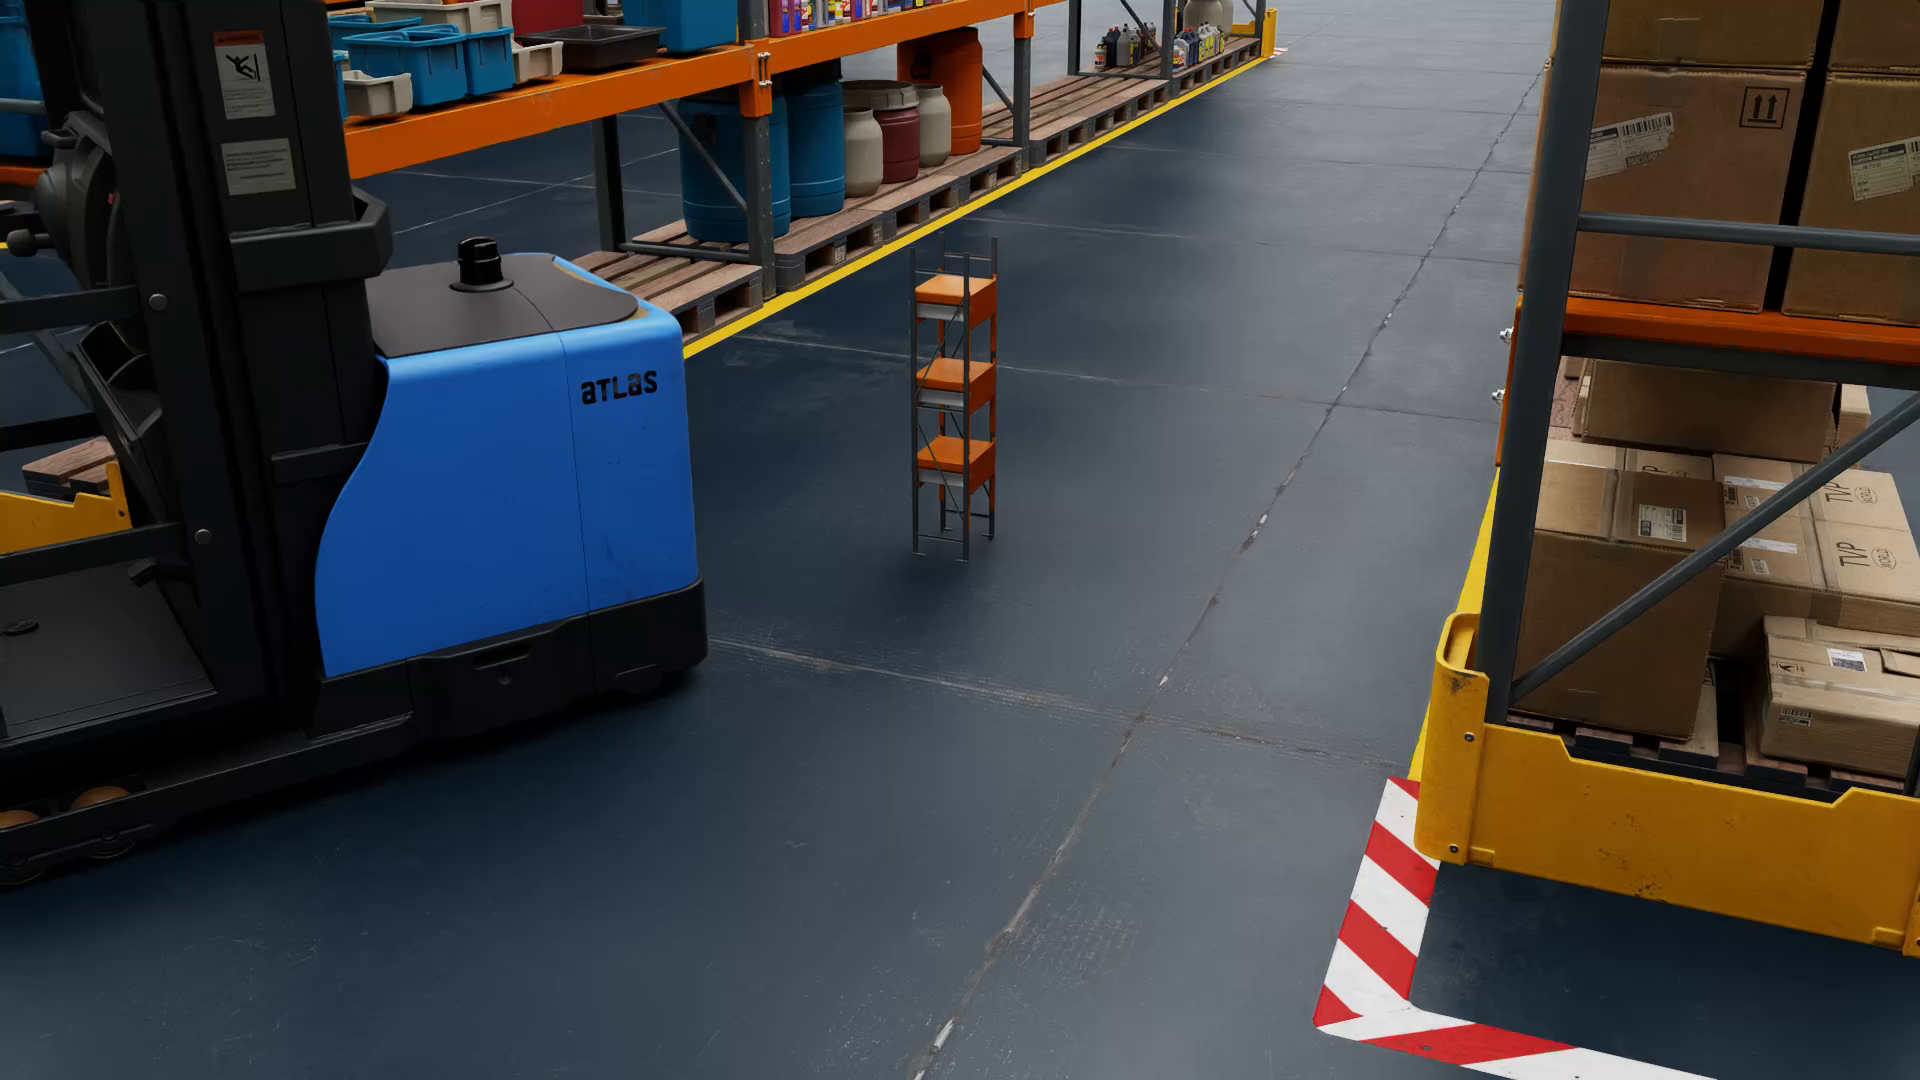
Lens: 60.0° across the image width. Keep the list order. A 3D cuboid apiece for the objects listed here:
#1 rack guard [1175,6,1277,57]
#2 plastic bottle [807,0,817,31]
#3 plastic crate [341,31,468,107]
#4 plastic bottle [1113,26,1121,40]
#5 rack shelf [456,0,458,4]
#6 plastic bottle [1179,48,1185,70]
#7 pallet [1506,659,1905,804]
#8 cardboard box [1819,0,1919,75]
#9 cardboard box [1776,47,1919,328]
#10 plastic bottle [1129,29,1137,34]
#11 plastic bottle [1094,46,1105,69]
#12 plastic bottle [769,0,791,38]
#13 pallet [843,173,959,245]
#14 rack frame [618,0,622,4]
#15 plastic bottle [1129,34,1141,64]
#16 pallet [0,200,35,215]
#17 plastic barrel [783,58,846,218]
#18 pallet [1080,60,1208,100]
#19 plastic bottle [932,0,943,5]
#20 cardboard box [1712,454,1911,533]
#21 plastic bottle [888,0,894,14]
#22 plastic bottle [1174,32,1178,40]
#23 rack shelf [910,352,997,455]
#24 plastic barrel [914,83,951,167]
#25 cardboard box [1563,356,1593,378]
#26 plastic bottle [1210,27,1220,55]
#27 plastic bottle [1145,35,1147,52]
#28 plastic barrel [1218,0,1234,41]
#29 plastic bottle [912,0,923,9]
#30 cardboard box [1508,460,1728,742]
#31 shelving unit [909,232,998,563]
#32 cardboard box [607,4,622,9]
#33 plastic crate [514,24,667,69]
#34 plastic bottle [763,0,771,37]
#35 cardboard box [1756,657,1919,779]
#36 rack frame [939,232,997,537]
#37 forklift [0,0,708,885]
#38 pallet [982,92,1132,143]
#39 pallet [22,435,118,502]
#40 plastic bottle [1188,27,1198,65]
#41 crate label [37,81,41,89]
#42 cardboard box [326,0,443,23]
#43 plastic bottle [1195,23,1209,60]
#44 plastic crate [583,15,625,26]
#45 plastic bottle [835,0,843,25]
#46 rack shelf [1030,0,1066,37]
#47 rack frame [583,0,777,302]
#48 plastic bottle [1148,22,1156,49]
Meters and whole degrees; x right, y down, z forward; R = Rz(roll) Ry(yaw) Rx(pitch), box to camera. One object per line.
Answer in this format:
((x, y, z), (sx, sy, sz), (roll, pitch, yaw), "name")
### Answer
((3.010, -5.835, 19.070), (1.175, 0.500, 0.348), (9, 24, 20), "rack guard")
((-0.818, -2.865, 8.885), (0.097, 0.271, 0.097), (0, 23, 0), "plastic bottle")
((-2.062, -1.759, 6.210), (0.416, 0.233, 0.300), (9, 24, 20), "plastic crate")
((1.552, -4.912, 16.484), (0.144, 0.351, 0.185), (8, 24, 17), "plastic bottle")
((-3.832, -5.252, 15.366), (1.077, 0.370, 4.000), (9, 24, 20), "rack shelf")
((2.110, -4.627, 15.995), (0.097, 0.201, 0.097), (0, 23, 0), "plastic bottle")
((1.973, 0.388, 4.547), (1.003, 0.211, 1.213), (9, 24, 20), "pallet")
((2.059, -1.215, 3.339), (0.500, 0.500, 0.500), (10, 25, 22), "cardboard box")
((2.059, -0.753, 3.532), (0.500, 0.500, 0.500), (9, 24, 21), "cardboard box")
((1.736, -5.051, 16.913), (0.152, 0.276, 0.135), (9, 24, 21), "plastic bottle")
((1.355, -4.677, 16.115), (0.097, 0.201, 0.097), (0, 23, 0), "plastic bottle")
((-0.930, -2.744, 8.580), (0.061, 0.283, 0.133), (9, 24, 20), "plastic bottle")
((-0.685, -2.150, 10.622), (1.003, 0.211, 1.213), (9, 24, 20), "pallet")
((-3.089, -6.300, 16.941), (1.000, 3.000, 0.127), (9, 24, 20), "rack frame")
((1.699, -4.865, 16.469), (0.152, 0.276, 0.135), (9, 24, 20), "plastic bottle")
((-6.416, -1.889, 10.000), (1.003, 0.211, 1.213), (9, 24, 20), "pallet")
((-0.981, -2.399, 9.780), (0.600, 0.901, 0.708), (9, 24, 20), "plastic barrel")
((1.797, -4.539, 16.342), (1.003, 0.211, 1.213), (9, 24, 20), "pallet")
((-0.155, -3.491, 10.367), (0.061, 0.283, 0.133), (9, 24, 20), "plastic bottle")
((2.486, -0.032, 4.932), (0.500, 0.250, 0.500), (9, 24, 20), "cardboard box")
((-0.438, -3.232, 9.762), (0.097, 0.271, 0.097), (0, 23, 0), "plastic bottle")
((2.060, -4.822, 16.267), (0.144, 0.351, 0.185), (9, 24, 20), "plastic bottle")
((-0.020, -0.456, 5.506), (0.215, 0.259, 0.240), (9, 24, 20), "rack shelf")
((-0.269, -2.813, 11.275), (0.421, 0.512, 0.421), (0, 23, 0), "plastic barrel")
((2.778, -0.861, 6.836), (0.500, 0.311, 0.500), (9, 24, 20), "cardboard box")
((2.601, -5.162, 17.180), (0.152, 0.276, 0.135), (9, 24, 20), "plastic bottle")
((1.905, -5.239, 17.371), (0.097, 0.271, 0.097), (0, 23, 0), "plastic bottle")
((2.821, -5.822, 18.478), (0.421, 0.512, 0.421), (0, 23, 0), "plastic barrel")
((-0.274, -3.377, 10.094), (0.061, 0.283, 0.133), (9, 24, 20), "plastic bottle")
((1.623, 0.134, 4.209), (0.500, 0.500, 0.500), (9, 24, 20), "cardboard box")
((-0.020, -0.465, 5.502), (0.215, 1.050, 0.252), (9, 24, 20), "shelving unit")
((-3.337, -5.133, 16.819), (0.700, 0.500, 0.500), (7, 24, 16), "cardboard box")
((-1.629, -2.190, 7.380), (0.437, 0.125, 0.590), (9, 24, 20), "plastic crate")
((-1.016, -2.799, 8.624), (0.144, 0.351, 0.185), (9, 24, 20), "plastic bottle")
((2.124, 0.426, 3.967), (0.380, 0.149, 0.250), (9, 24, 20), "cardboard box")
((0.025, -0.509, 5.606), (0.200, 1.050, 0.008), (9, 24, 20), "rack frame")
((-2.232, -0.788, 3.833), (3.031, 2.935, 1.130), (-15, 27, -31), "forklift")
((0.802, -3.579, 14.046), (1.003, 0.211, 1.213), (9, 24, 20), "pallet")
((-2.606, -0.299, 6.193), (1.003, 0.211, 1.213), (9, 24, 20), "pallet")
((2.264, -4.869, 16.380), (0.144, 0.351, 0.185), (8, 24, 18), "plastic bottle")
((-2.551, -1.288, 5.082), (0.416, 0.233, 0.303), (9, 24, 20), "crate label")
((-4.851, -3.838, 13.258), (1.225, 0.875, 0.875), (8, 24, 18), "cardboard box")
((2.422, -5.021, 16.744), (0.144, 0.351, 0.185), (9, 24, 20), "plastic bottle")
((-1.768, -2.488, 8.079), (0.396, 0.136, 0.243), (9, 24, 20), "plastic crate")
((-0.696, -2.951, 9.180), (0.097, 0.201, 0.097), (0, 23, 0), "plastic bottle")
((0.766, -4.543, 13.668), (1.077, 0.370, 4.000), (9, 24, 20), "rack shelf")
((-1.462, -2.728, 8.389), (1.000, 3.000, 0.127), (9, 24, 20), "rack frame")
((2.032, -5.362, 17.664), (0.097, 0.271, 0.097), (0, 23, 0), "plastic bottle")
